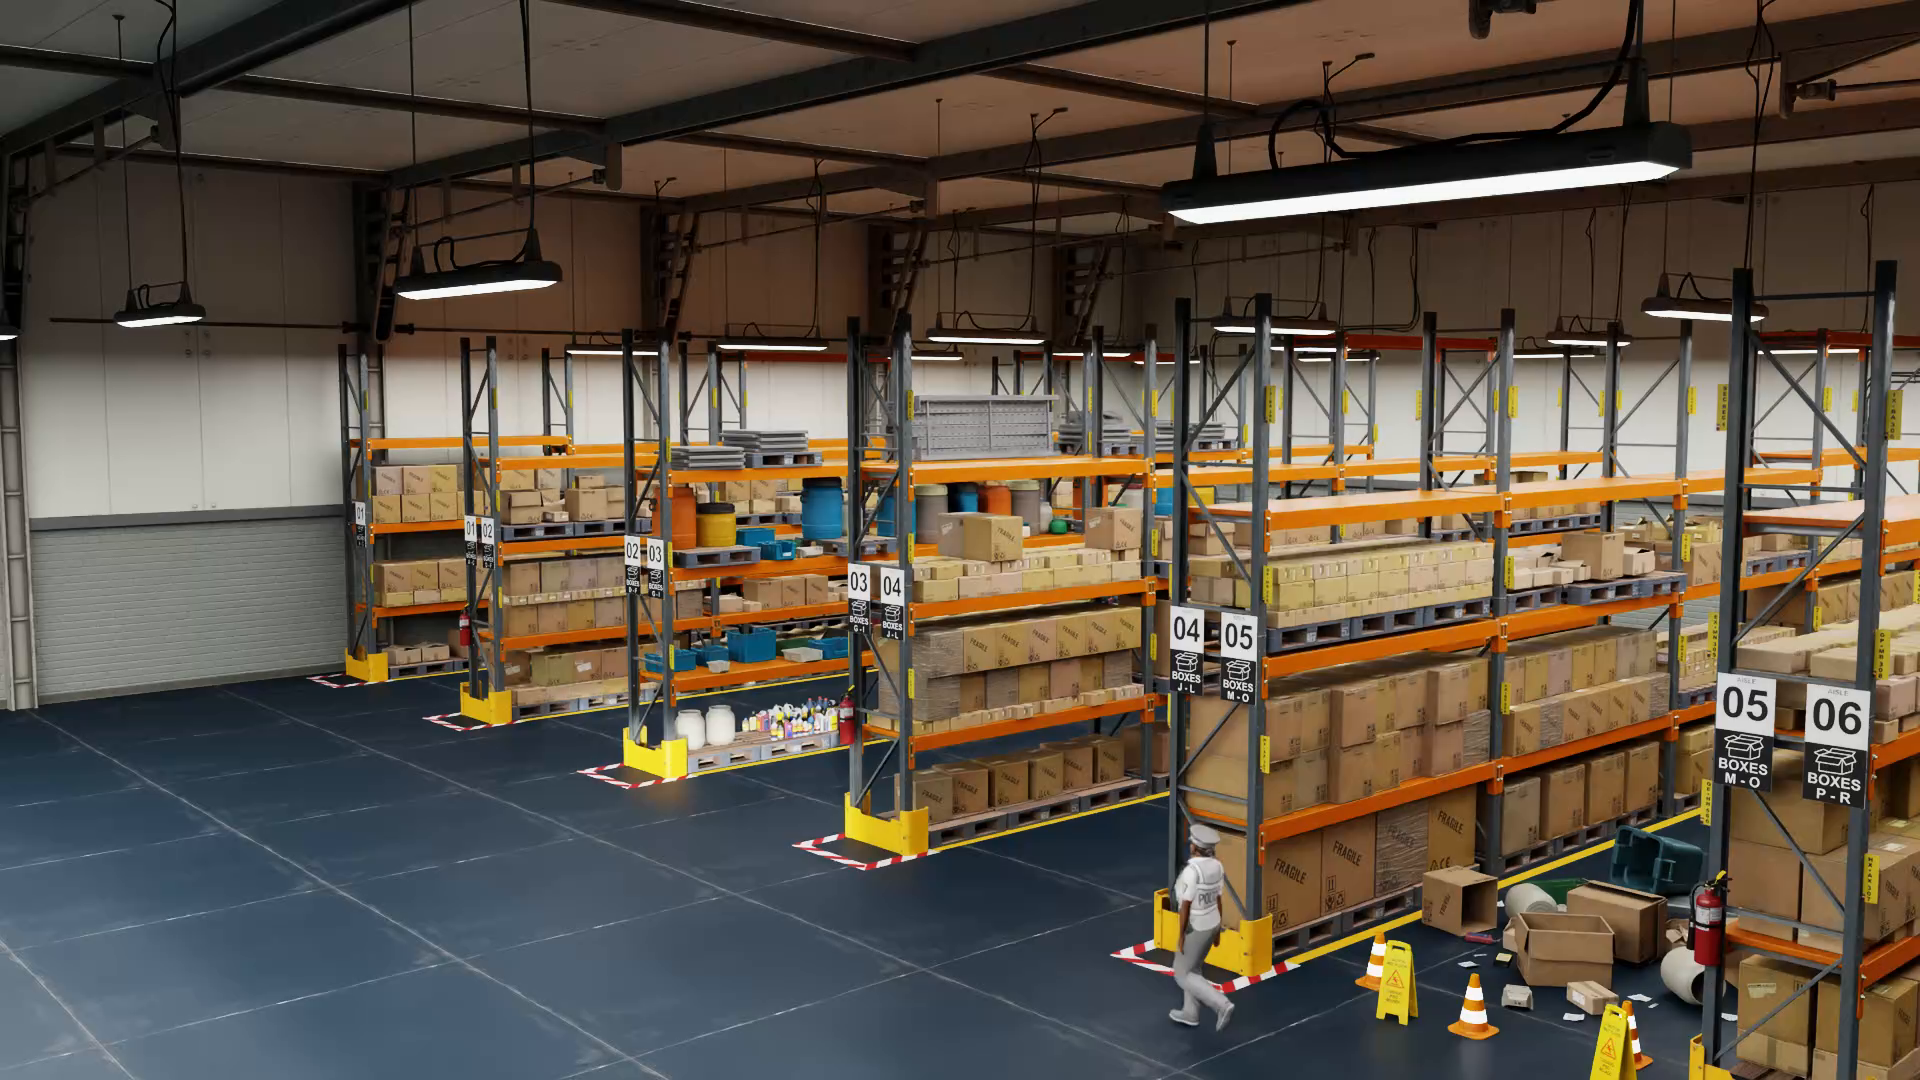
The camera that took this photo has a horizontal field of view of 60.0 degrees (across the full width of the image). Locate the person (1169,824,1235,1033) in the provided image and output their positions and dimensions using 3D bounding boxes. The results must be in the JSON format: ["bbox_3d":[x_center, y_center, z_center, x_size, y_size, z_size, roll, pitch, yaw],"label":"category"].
[{"bbox_3d":[1.933,3.126,13.376,0.637,1.674,0.450,3,6,32],"label":"person"}]
